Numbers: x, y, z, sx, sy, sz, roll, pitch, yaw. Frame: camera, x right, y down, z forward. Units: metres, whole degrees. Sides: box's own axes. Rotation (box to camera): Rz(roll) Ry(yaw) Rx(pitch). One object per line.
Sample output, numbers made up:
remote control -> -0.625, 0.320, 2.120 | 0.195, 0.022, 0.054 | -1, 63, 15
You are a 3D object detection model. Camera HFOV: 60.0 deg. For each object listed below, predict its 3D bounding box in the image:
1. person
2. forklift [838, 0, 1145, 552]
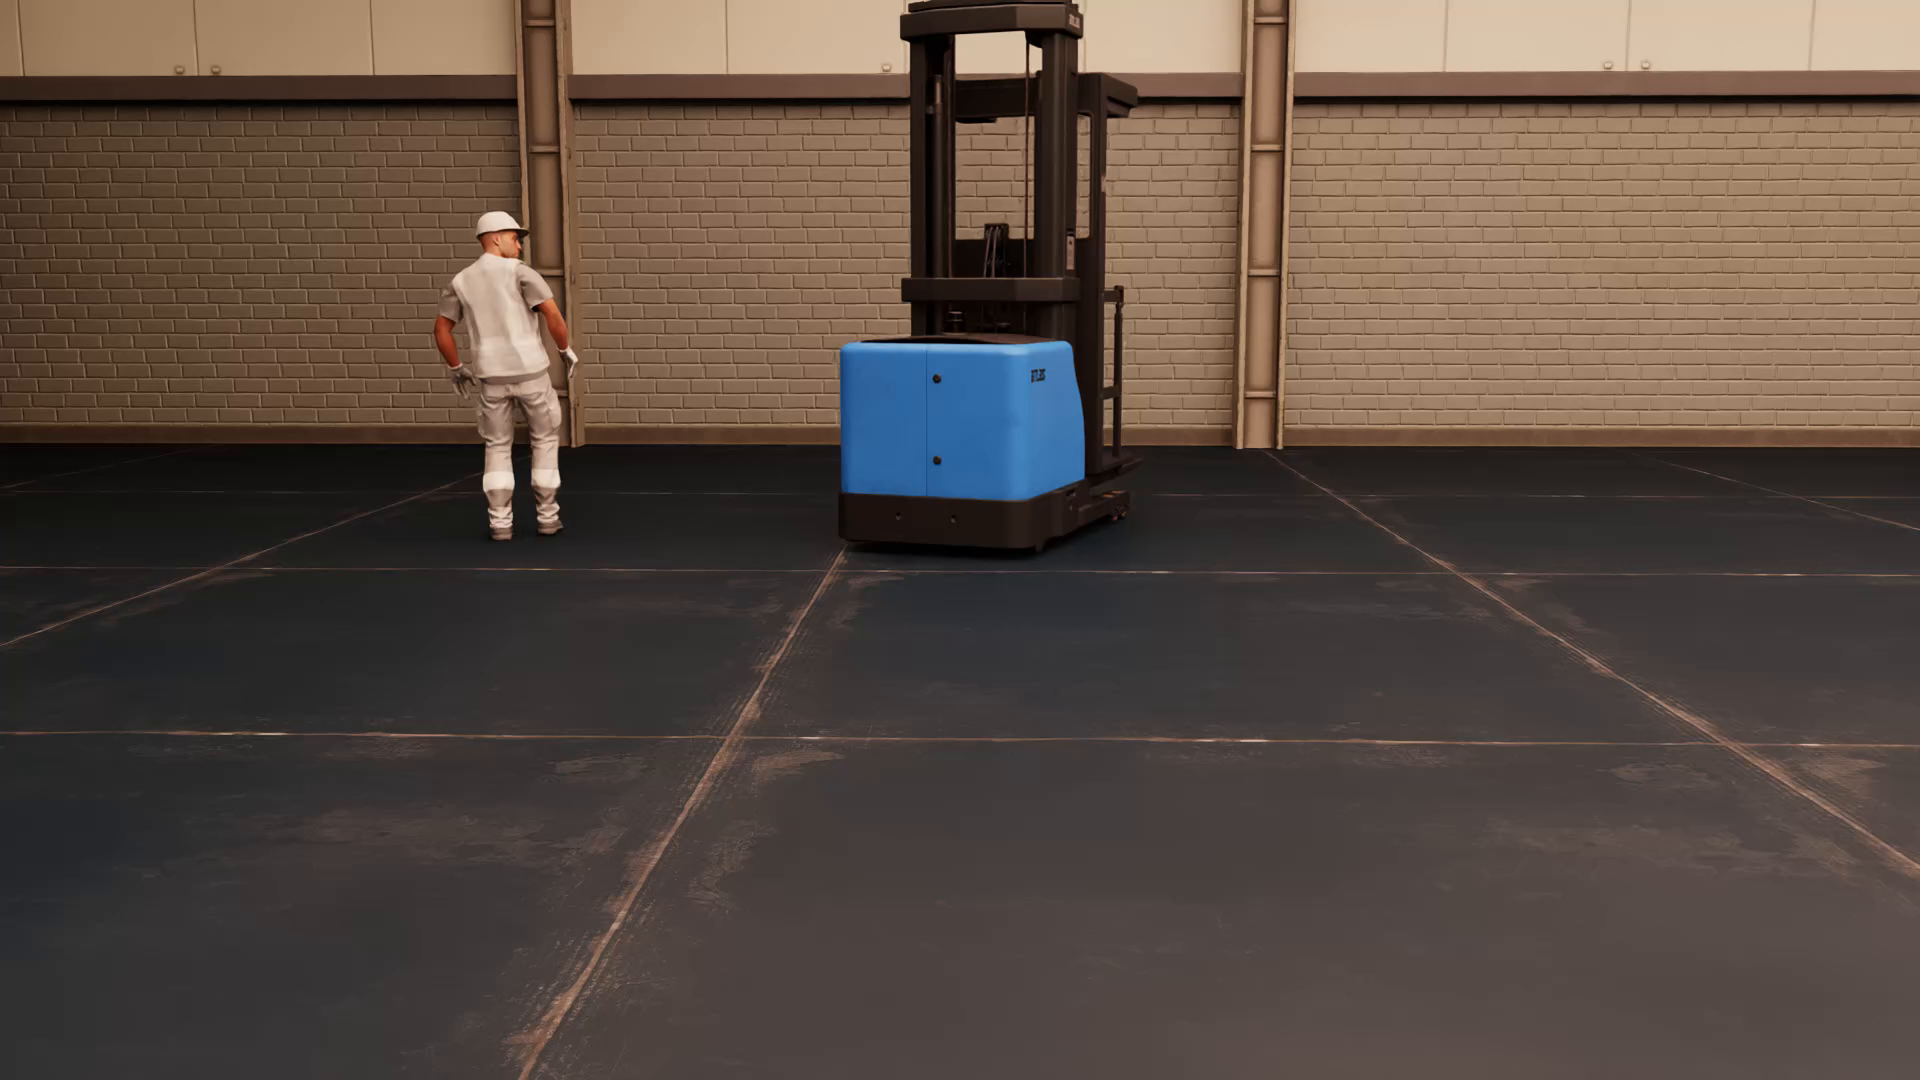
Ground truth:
person -> -2.450, -0.896, 9.055 | 0.749, 1.757, 0.505 | 0, 9, 1
forklift -> 0.369, -1.570, 9.575 | 1.130, 2.935, 3.031 | 3, 9, 21
